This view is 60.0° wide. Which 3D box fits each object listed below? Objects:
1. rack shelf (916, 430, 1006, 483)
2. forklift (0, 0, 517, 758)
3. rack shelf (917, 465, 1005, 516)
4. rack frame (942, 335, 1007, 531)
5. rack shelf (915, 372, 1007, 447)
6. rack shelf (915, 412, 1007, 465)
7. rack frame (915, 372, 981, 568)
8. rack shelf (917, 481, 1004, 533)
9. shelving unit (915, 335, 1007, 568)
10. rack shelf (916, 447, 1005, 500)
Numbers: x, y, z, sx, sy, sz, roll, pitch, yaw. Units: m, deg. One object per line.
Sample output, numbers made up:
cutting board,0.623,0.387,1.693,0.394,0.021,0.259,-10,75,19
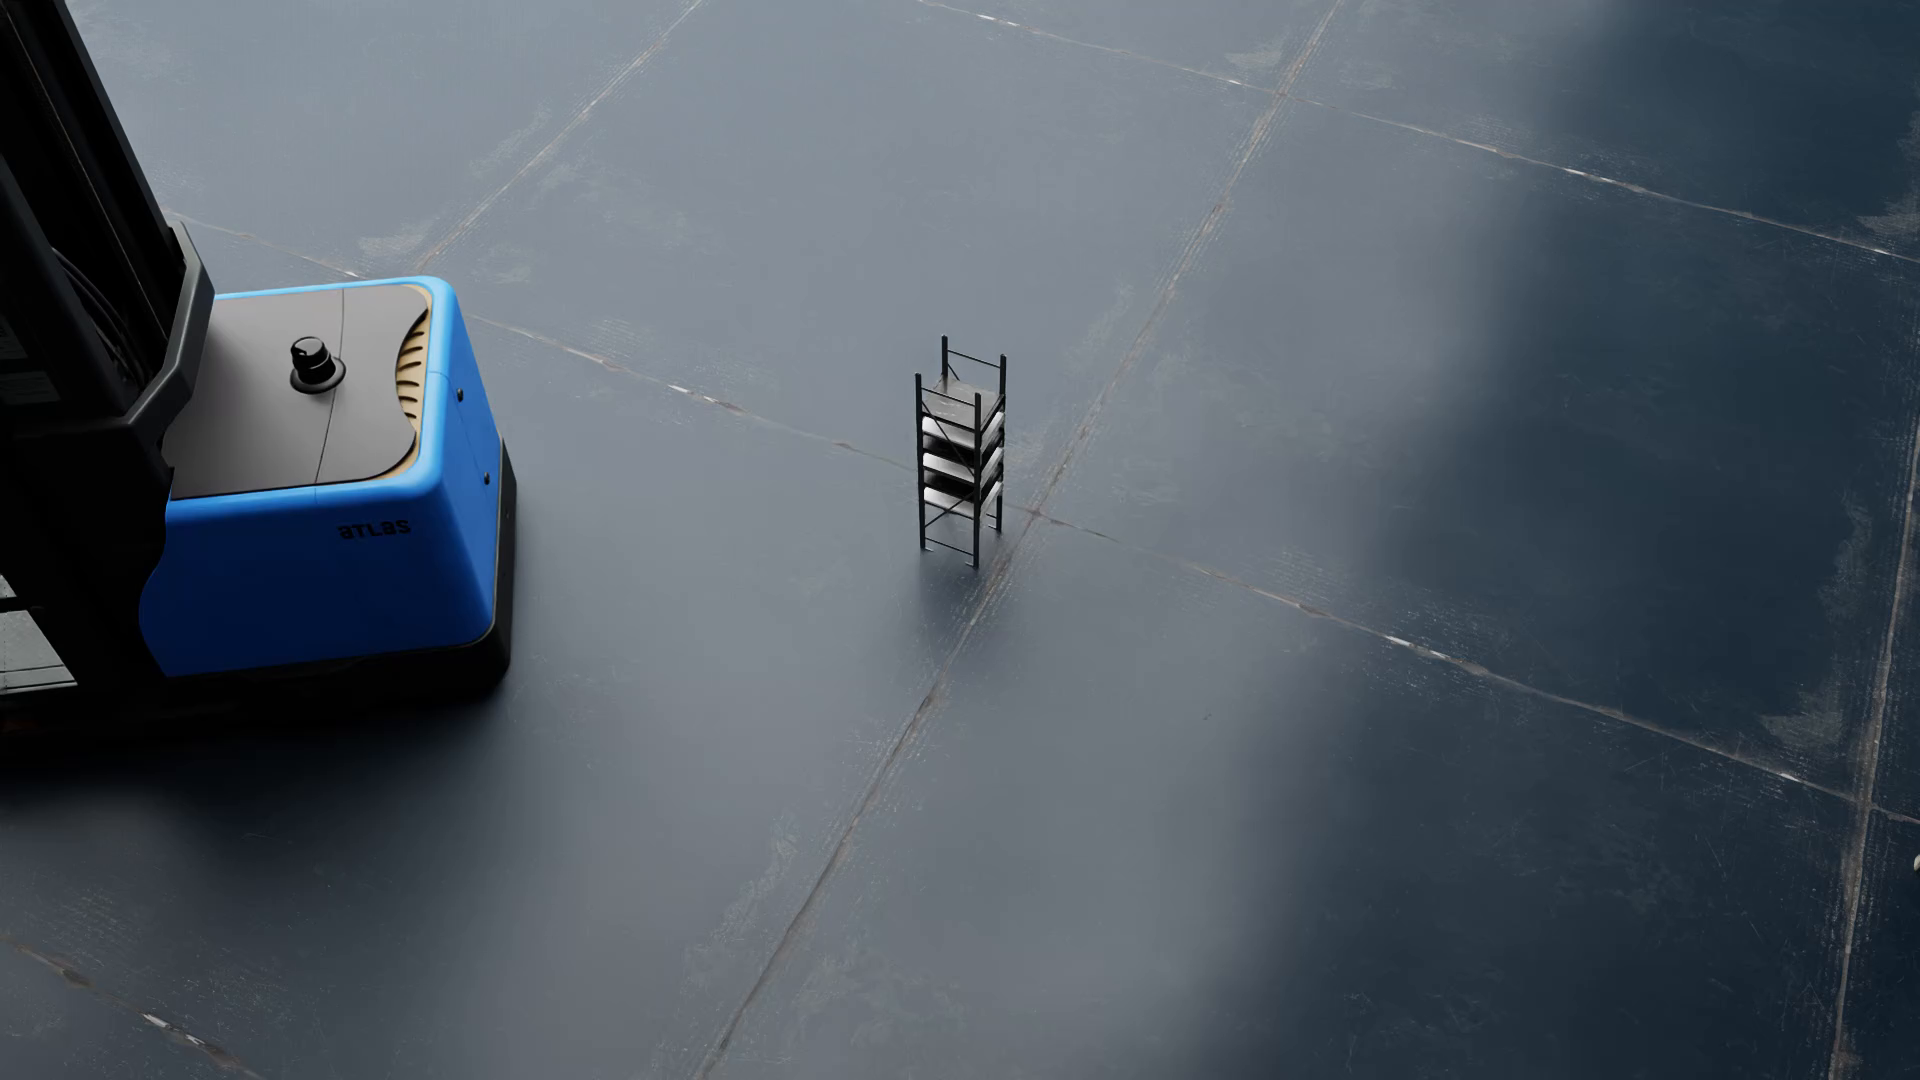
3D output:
rack shelf,0.003,-0.334,5.869,0.258,0.077,0.200,20,52,16
forklift,-3.128,-0.632,4.863,3.031,2.935,1.130,-6,50,-5
rack shelf,0.003,-0.217,6.006,0.258,0.077,0.200,20,52,16
rack frame,0.047,-0.367,5.972,0.240,0.900,0.006,20,52,16
rack shelf,0.003,-0.451,5.732,0.258,0.077,0.200,20,52,16
rack shelf,0.003,-0.392,5.800,0.258,0.077,0.200,20,52,16
rack frame,-0.040,-0.227,5.852,0.240,0.900,0.006,20,52,16
rack shelf,0.003,-0.159,6.075,0.258,0.077,0.200,20,52,16
shelving unit,0.003,-0.297,5.912,0.258,0.900,0.210,20,52,16
rack shelf,0.003,-0.276,5.937,0.258,0.077,0.200,20,52,16
